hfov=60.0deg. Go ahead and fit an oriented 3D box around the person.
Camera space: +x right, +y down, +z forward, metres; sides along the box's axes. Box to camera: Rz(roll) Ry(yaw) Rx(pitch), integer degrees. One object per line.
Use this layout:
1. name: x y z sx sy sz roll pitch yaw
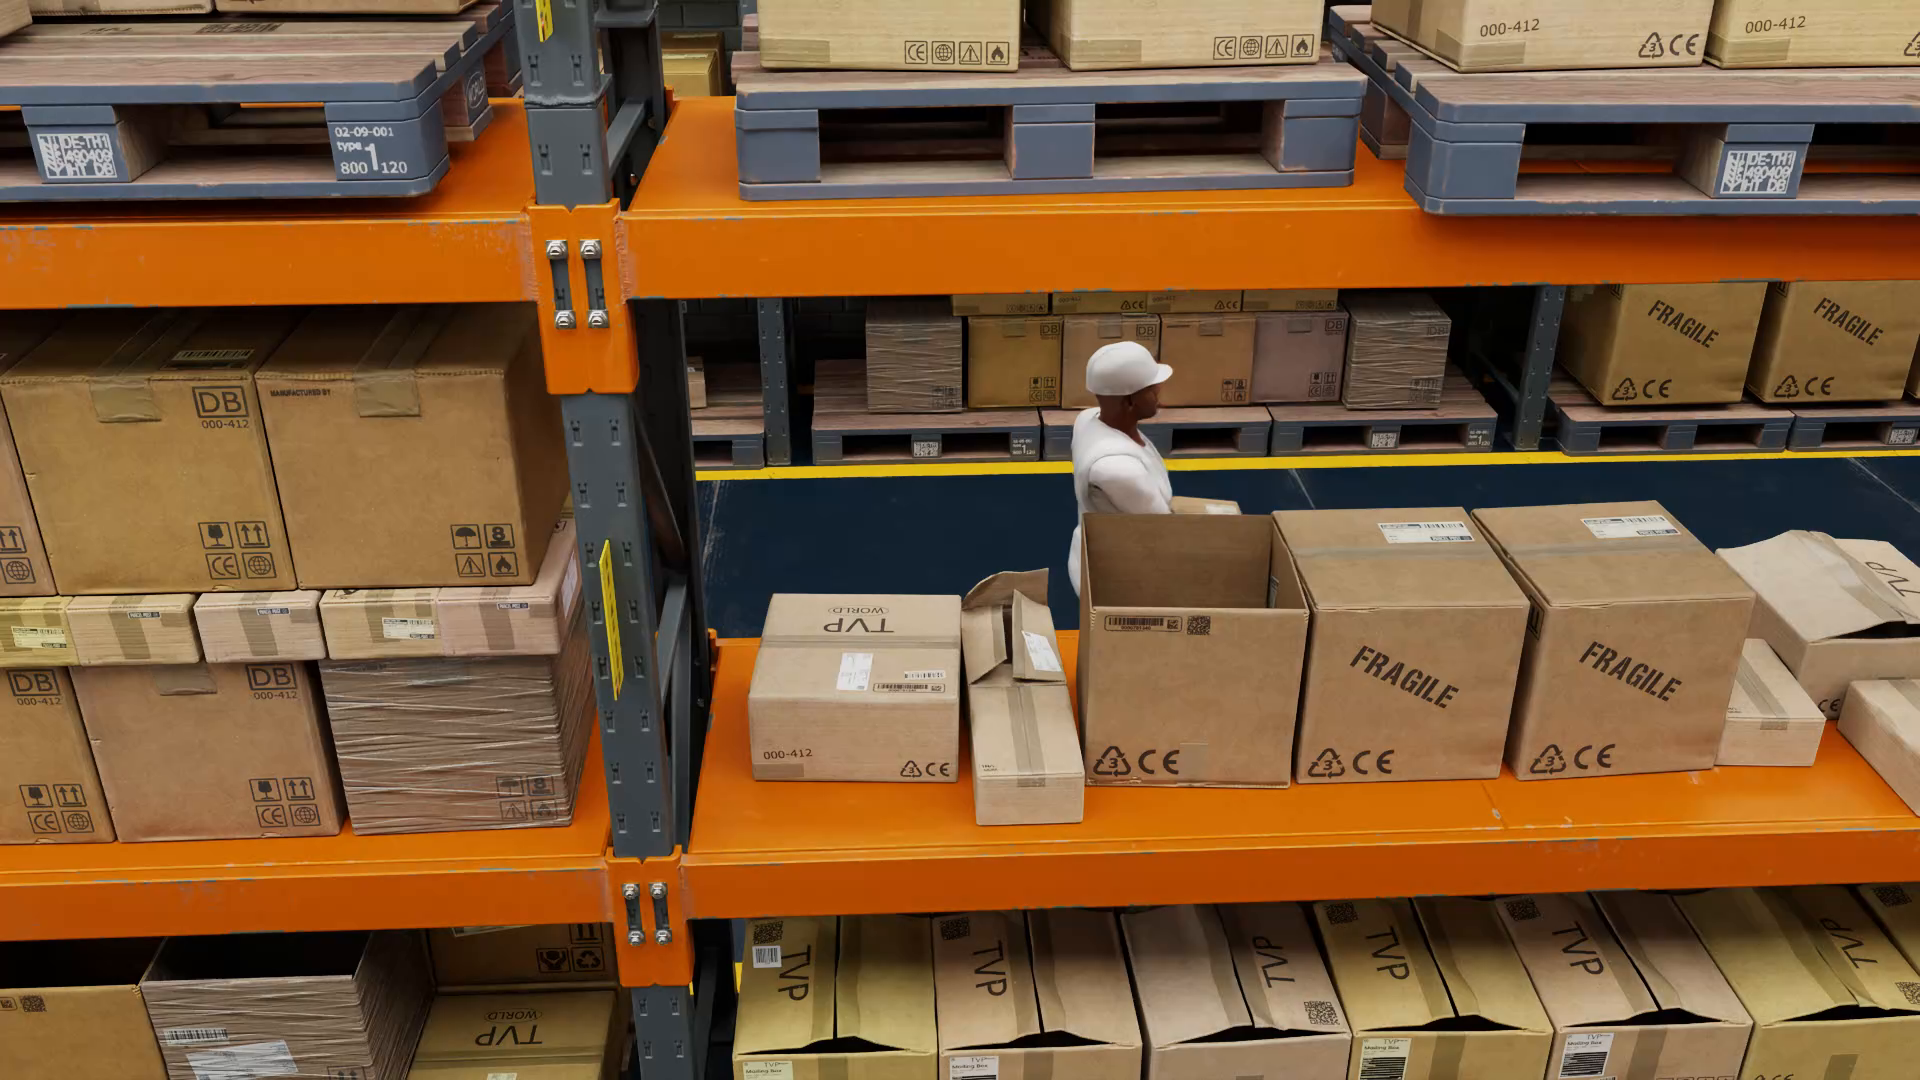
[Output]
1. person: 0.656 0.142 5.822 0.563 1.762 0.504 -1 27 -2
